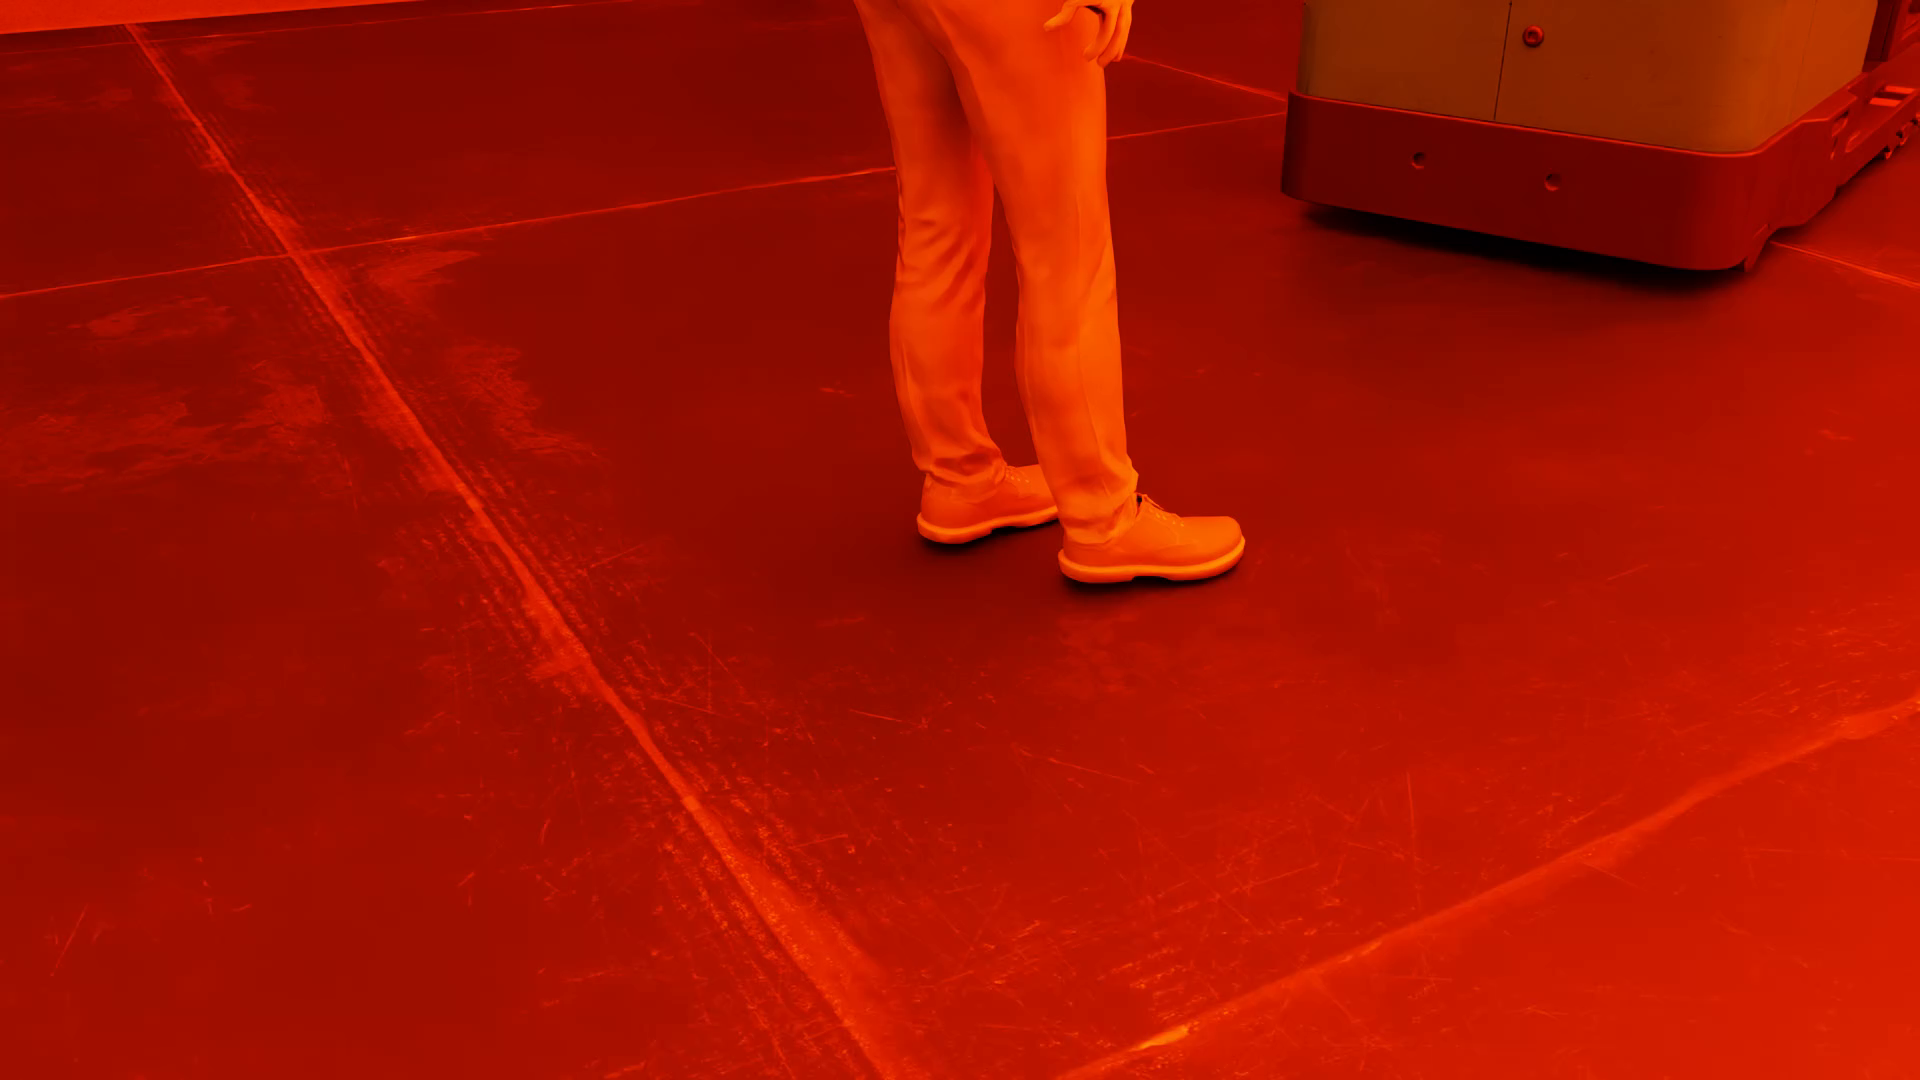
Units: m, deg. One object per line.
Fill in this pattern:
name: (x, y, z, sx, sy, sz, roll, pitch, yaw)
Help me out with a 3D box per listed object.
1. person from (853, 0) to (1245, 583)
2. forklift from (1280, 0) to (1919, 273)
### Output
person: (0.063, -0.775, 2.139, 0.530, 1.694, 0.586, -15, 30, -26)
forklift: (2.064, -2.468, 4.125, 1.130, 2.935, 3.031, 19, 33, 33)
